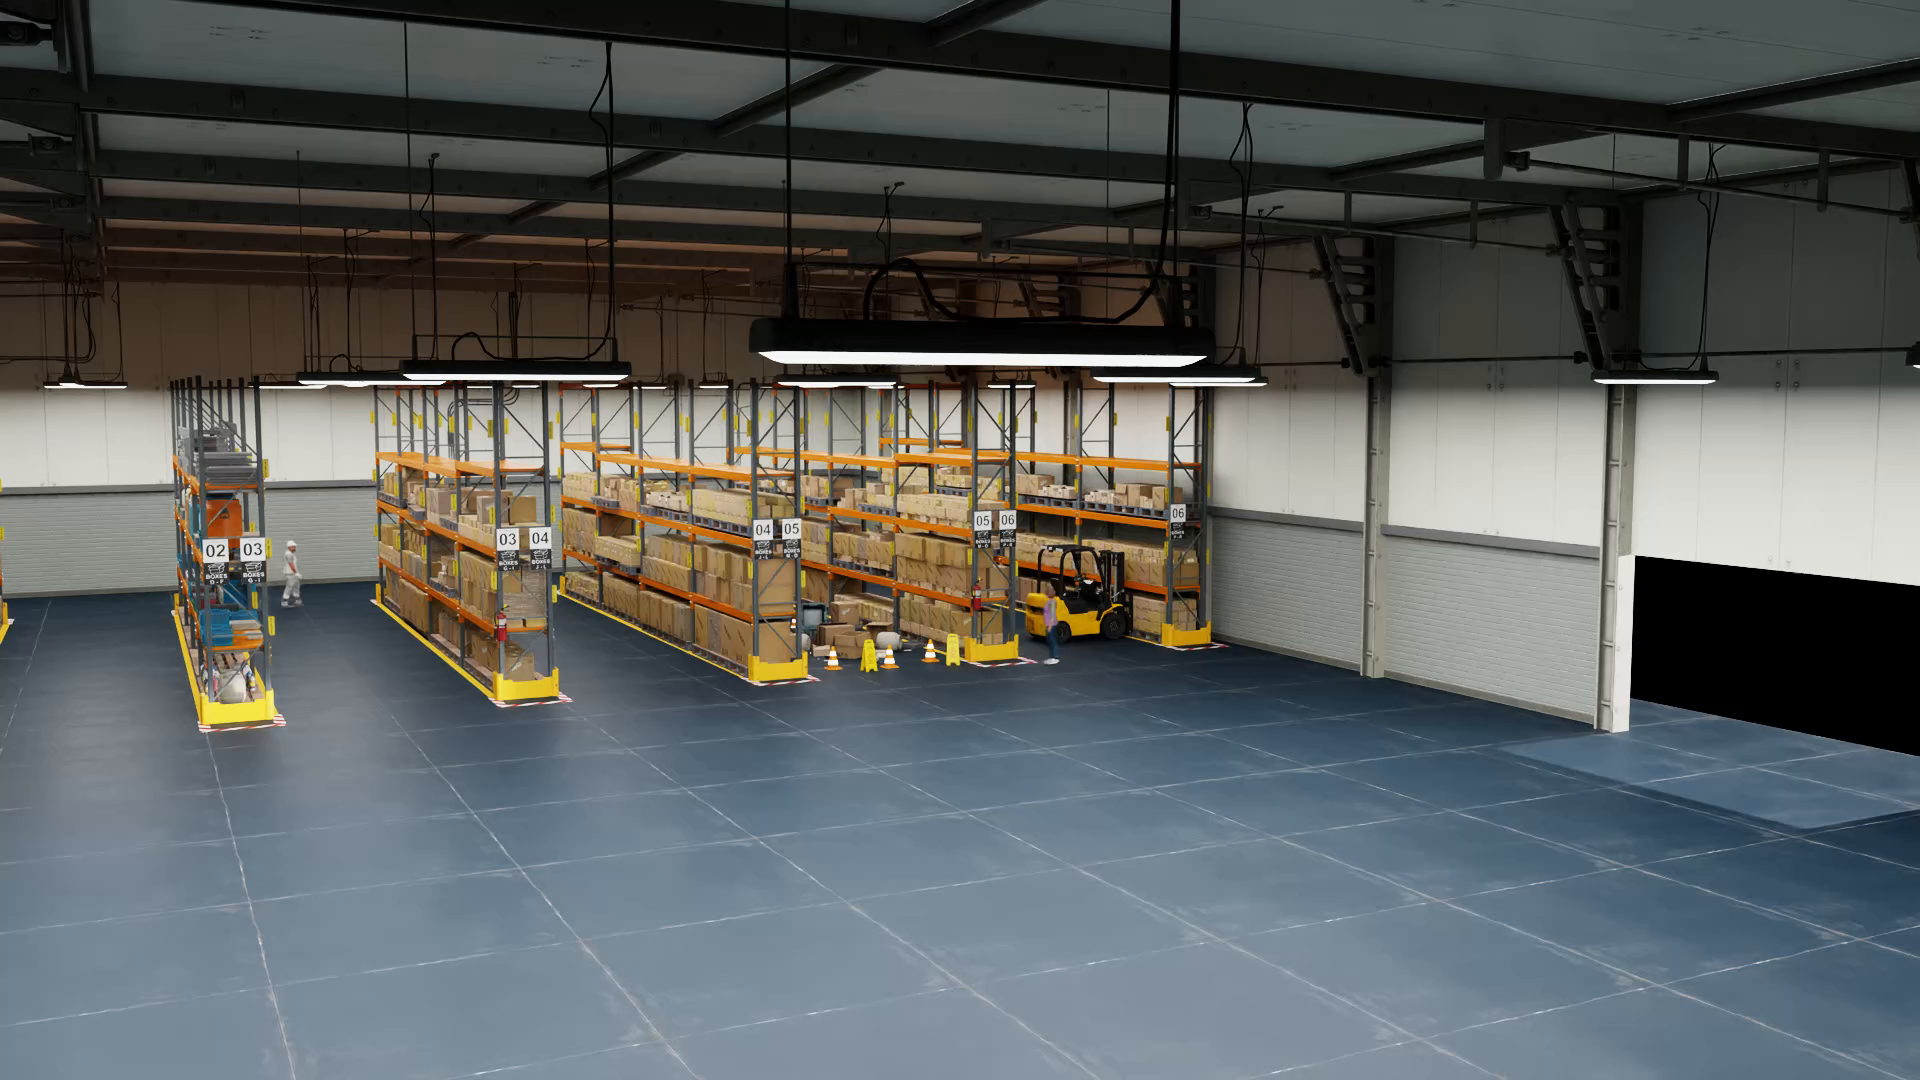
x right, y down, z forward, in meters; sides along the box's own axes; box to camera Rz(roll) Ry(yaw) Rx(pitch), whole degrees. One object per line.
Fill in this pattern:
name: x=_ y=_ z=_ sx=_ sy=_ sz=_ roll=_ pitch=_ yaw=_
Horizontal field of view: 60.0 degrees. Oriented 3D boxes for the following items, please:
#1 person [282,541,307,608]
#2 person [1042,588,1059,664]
person: x=-17.638 y=0.929 z=44.046 sx=0.717 sy=1.821 sz=0.596 roll=-4 pitch=6 yaw=-37
person: x=1.910 y=1.823 z=35.057 sx=0.350 sy=1.610 sz=0.463 roll=-1 pitch=5 yaw=-16
